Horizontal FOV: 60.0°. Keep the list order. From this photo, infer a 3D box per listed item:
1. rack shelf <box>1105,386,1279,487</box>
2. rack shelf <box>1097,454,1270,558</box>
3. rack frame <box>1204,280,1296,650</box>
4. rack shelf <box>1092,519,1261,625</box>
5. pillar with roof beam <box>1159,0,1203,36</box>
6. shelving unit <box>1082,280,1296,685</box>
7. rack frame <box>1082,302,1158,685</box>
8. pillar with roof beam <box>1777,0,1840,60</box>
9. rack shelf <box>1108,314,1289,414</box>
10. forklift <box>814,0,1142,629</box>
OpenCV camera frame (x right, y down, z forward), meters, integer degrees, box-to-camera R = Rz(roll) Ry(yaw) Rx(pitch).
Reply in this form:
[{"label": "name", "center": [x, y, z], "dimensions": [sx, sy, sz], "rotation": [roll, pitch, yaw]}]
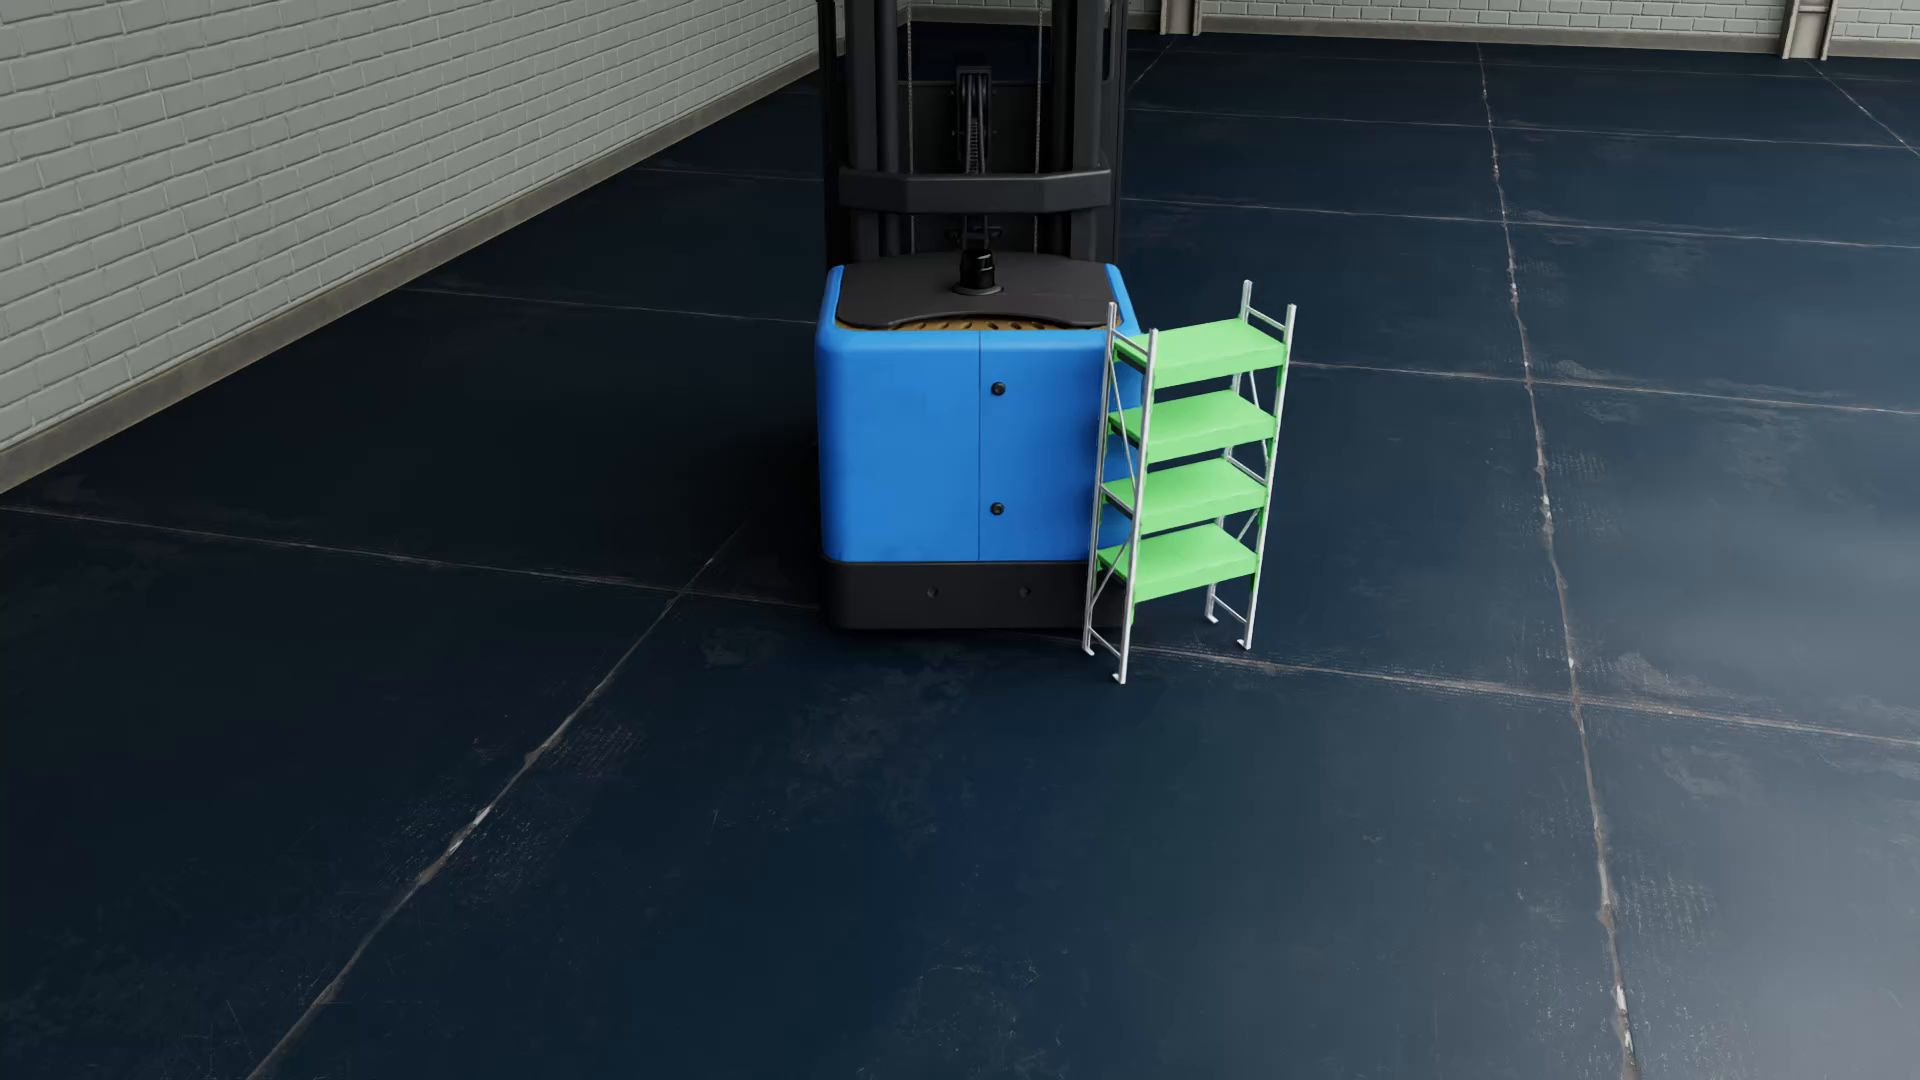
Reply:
[{"label": "rack shelf", "center": [0.702, -0.323, 5.105], "dimensions": [0.480, 0.148, 0.258], "rotation": [-13, 32, -25]}, {"label": "rack shelf", "center": [0.695, -0.113, 5.220], "dimensions": [0.480, 0.148, 0.258], "rotation": [-13, 32, -25]}, {"label": "rack frame", "center": [0.913, -0.217, 5.292], "dimensions": [0.015, 1.200, 0.240], "rotation": [-13, 32, -25]}, {"label": "rack shelf", "center": [0.688, 0.098, 5.336], "dimensions": [0.480, 0.148, 0.258], "rotation": [-13, 32, -25]}, {"label": "pillar with roof beam", "center": [1.233, -7.577, 11.697], "dimensions": [0.400, 9.000, 9.100], "rotation": [6, 26, 13]}, {"label": "shelving unit", "center": [0.697, -0.169, 5.190], "dimensions": [0.503, 1.200, 0.258], "rotation": [-13, 32, -25]}, {"label": "rack frame", "center": [0.481, -0.120, 5.088], "dimensions": [0.015, 1.200, 0.240], "rotation": [-13, 32, -25]}, {"label": "pillar with roof beam", "center": [7.044, -6.935, 10.348], "dimensions": [0.400, 9.000, 9.100], "rotation": [6, 26, 13]}, {"label": "rack shelf", "center": [0.709, -0.533, 4.989], "dimensions": [0.480, 0.148, 0.258], "rotation": [-13, 32, -25]}, {"label": "forklift", "center": [0.041, -1.618, 6.239], "dimensions": [1.130, 2.935, 3.031], "rotation": [0, 25, -1]}]
